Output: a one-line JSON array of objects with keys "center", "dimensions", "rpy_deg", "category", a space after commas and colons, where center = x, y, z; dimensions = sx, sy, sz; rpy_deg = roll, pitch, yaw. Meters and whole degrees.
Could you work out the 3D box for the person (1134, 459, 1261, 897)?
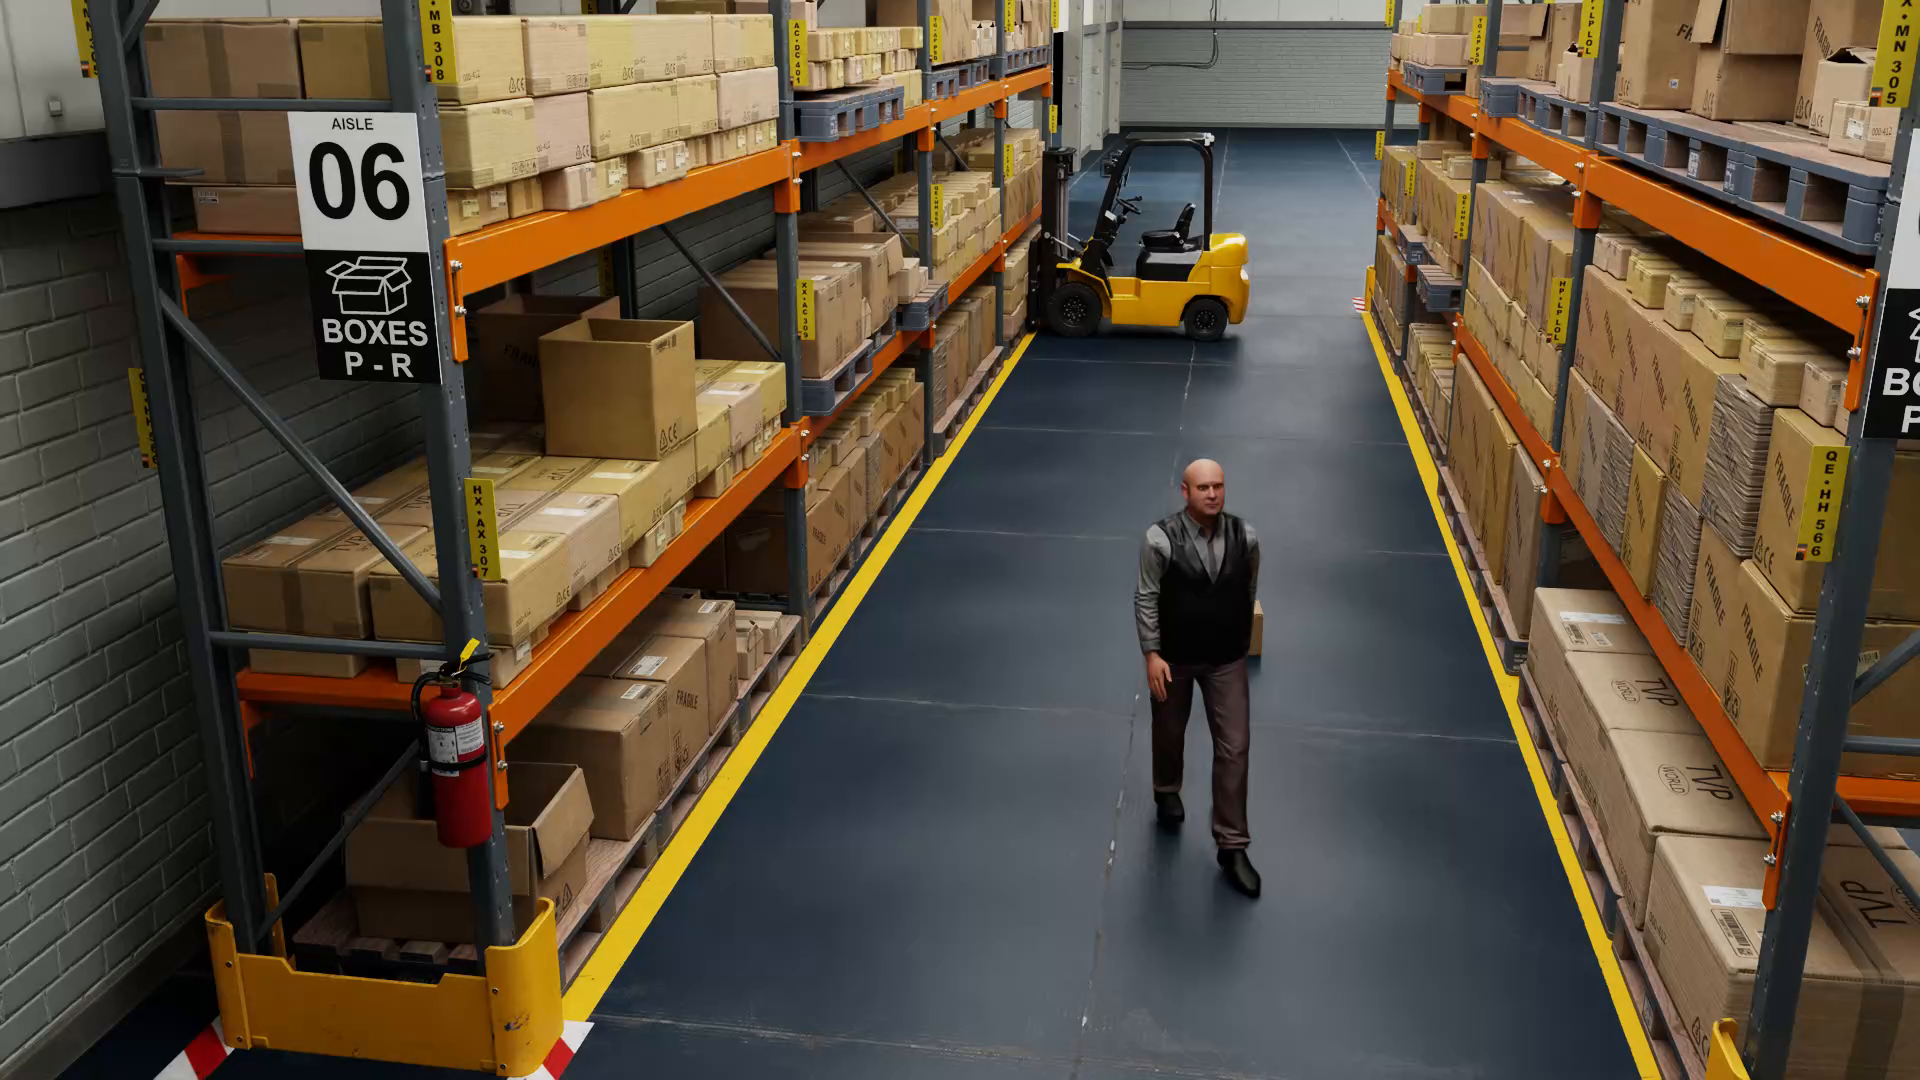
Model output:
[{"center": [1.000, 0.520, 6.956], "dimensions": [0.550, 1.710, 0.887], "rpy_deg": [-1, 18, -4], "category": "person"}]
